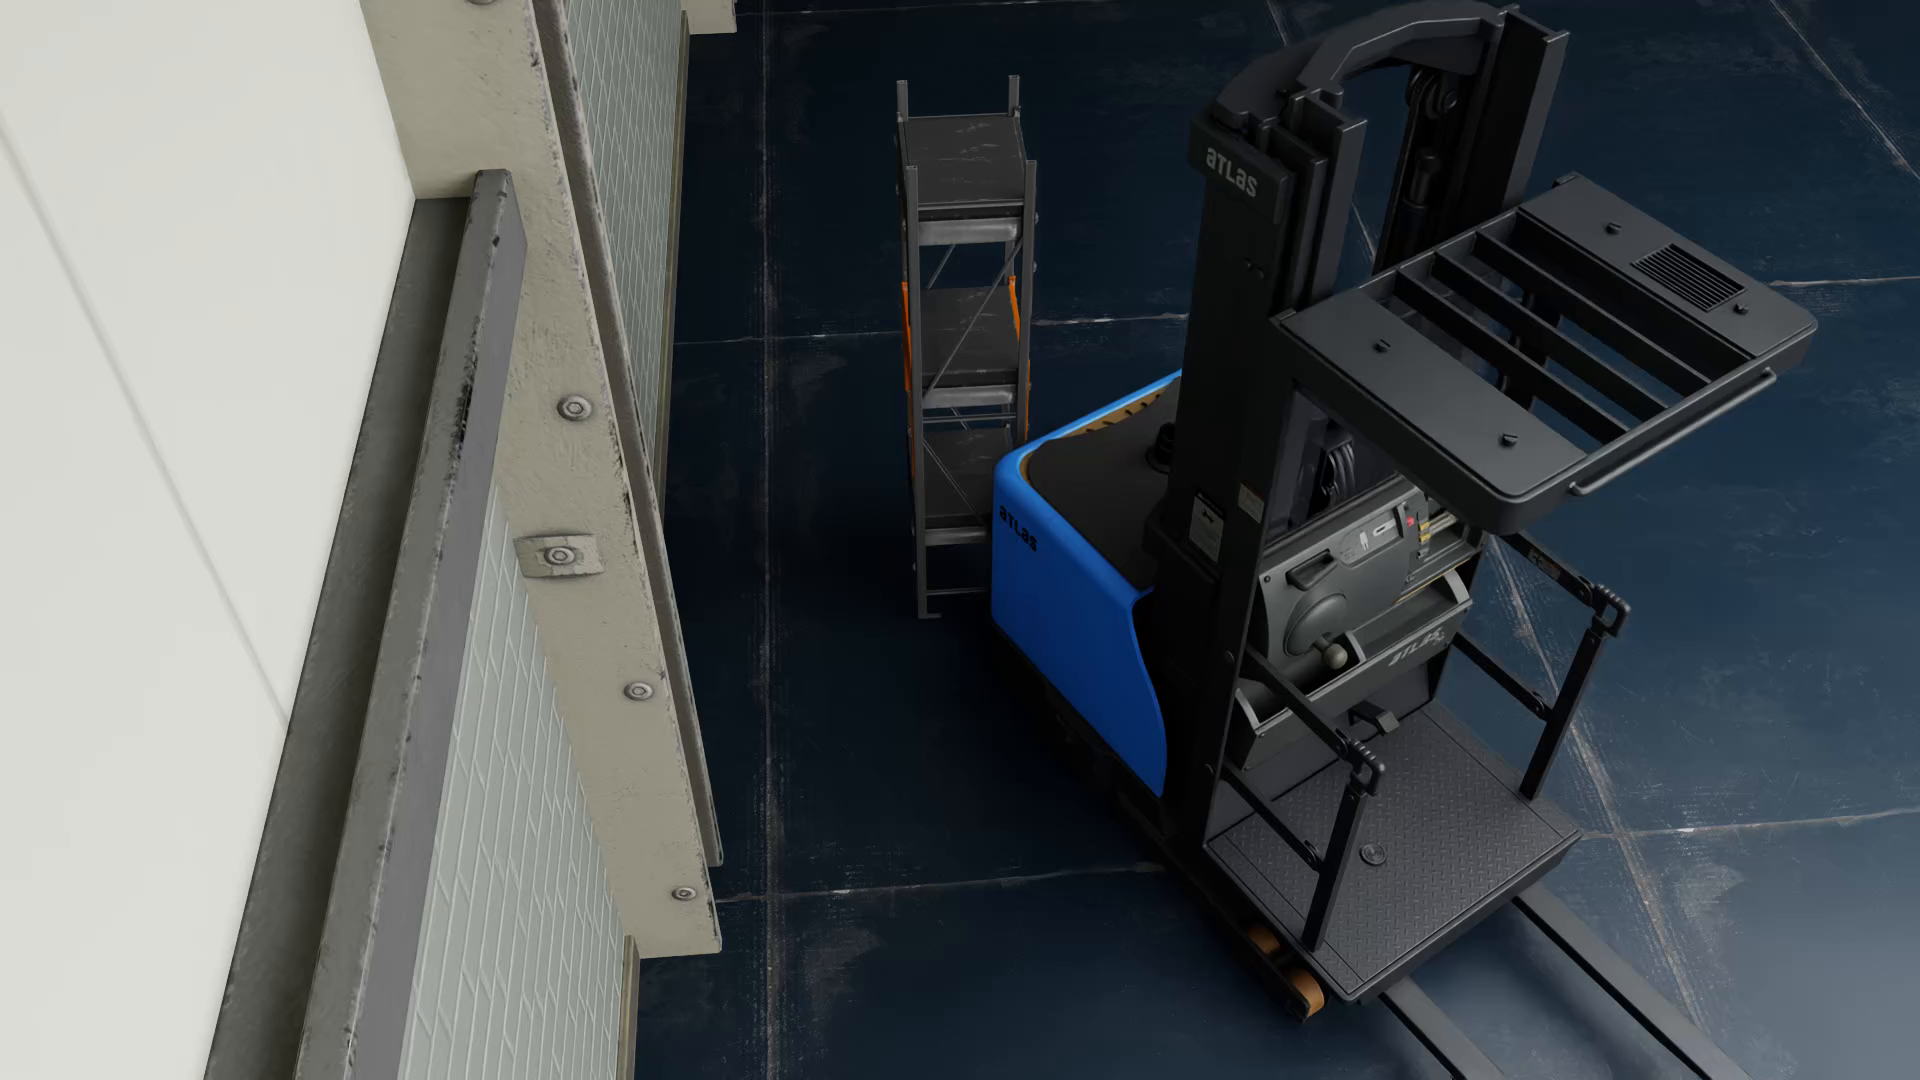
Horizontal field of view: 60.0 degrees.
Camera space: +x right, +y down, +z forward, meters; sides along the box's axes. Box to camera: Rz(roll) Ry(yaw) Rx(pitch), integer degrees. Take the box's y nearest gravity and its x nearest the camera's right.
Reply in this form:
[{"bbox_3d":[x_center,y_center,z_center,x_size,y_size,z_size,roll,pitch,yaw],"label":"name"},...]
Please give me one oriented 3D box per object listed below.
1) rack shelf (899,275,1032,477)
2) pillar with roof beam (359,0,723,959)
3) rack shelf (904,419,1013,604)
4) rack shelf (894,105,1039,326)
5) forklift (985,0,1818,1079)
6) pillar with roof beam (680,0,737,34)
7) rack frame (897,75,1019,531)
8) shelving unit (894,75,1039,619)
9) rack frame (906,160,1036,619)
[{"bbox_3d":[0.014,-0.593,6.021,0.431,0.518,0.480,-3,47,-3],"label":"rack shelf"},{"bbox_3d":[3.319,-2.108,2.685,9.100,9.000,0.400,-3,47,-3],"label":"pillar with roof beam"},{"bbox_3d":[0.014,-0.112,6.529,0.431,0.518,0.480,-3,47,-3],"label":"rack shelf"},{"bbox_3d":[0.014,-1.074,5.512,0.431,0.518,0.480,-3,47,-3],"label":"rack shelf"},{"bbox_3d":[1.351,0.139,4.736,1.130,2.935,3.031,-27,52,-23],"label":"forklift"},{"bbox_3d":[2.817,-6.449,6.796,9.100,9.000,0.400,-3,47,-3],"label":"pillar with roof beam"},{"bbox_3d":[-0.007,-0.779,6.178,0.400,2.100,0.015,-3,47,-3],"label":"rack frame"},{"bbox_3d":[0.014,-0.602,6.011,0.431,2.100,0.503,-3,47,-3],"label":"shelving unit"},{"bbox_3d":[0.034,-0.426,5.844,0.400,2.100,0.015,-3,47,-3],"label":"rack frame"}]
